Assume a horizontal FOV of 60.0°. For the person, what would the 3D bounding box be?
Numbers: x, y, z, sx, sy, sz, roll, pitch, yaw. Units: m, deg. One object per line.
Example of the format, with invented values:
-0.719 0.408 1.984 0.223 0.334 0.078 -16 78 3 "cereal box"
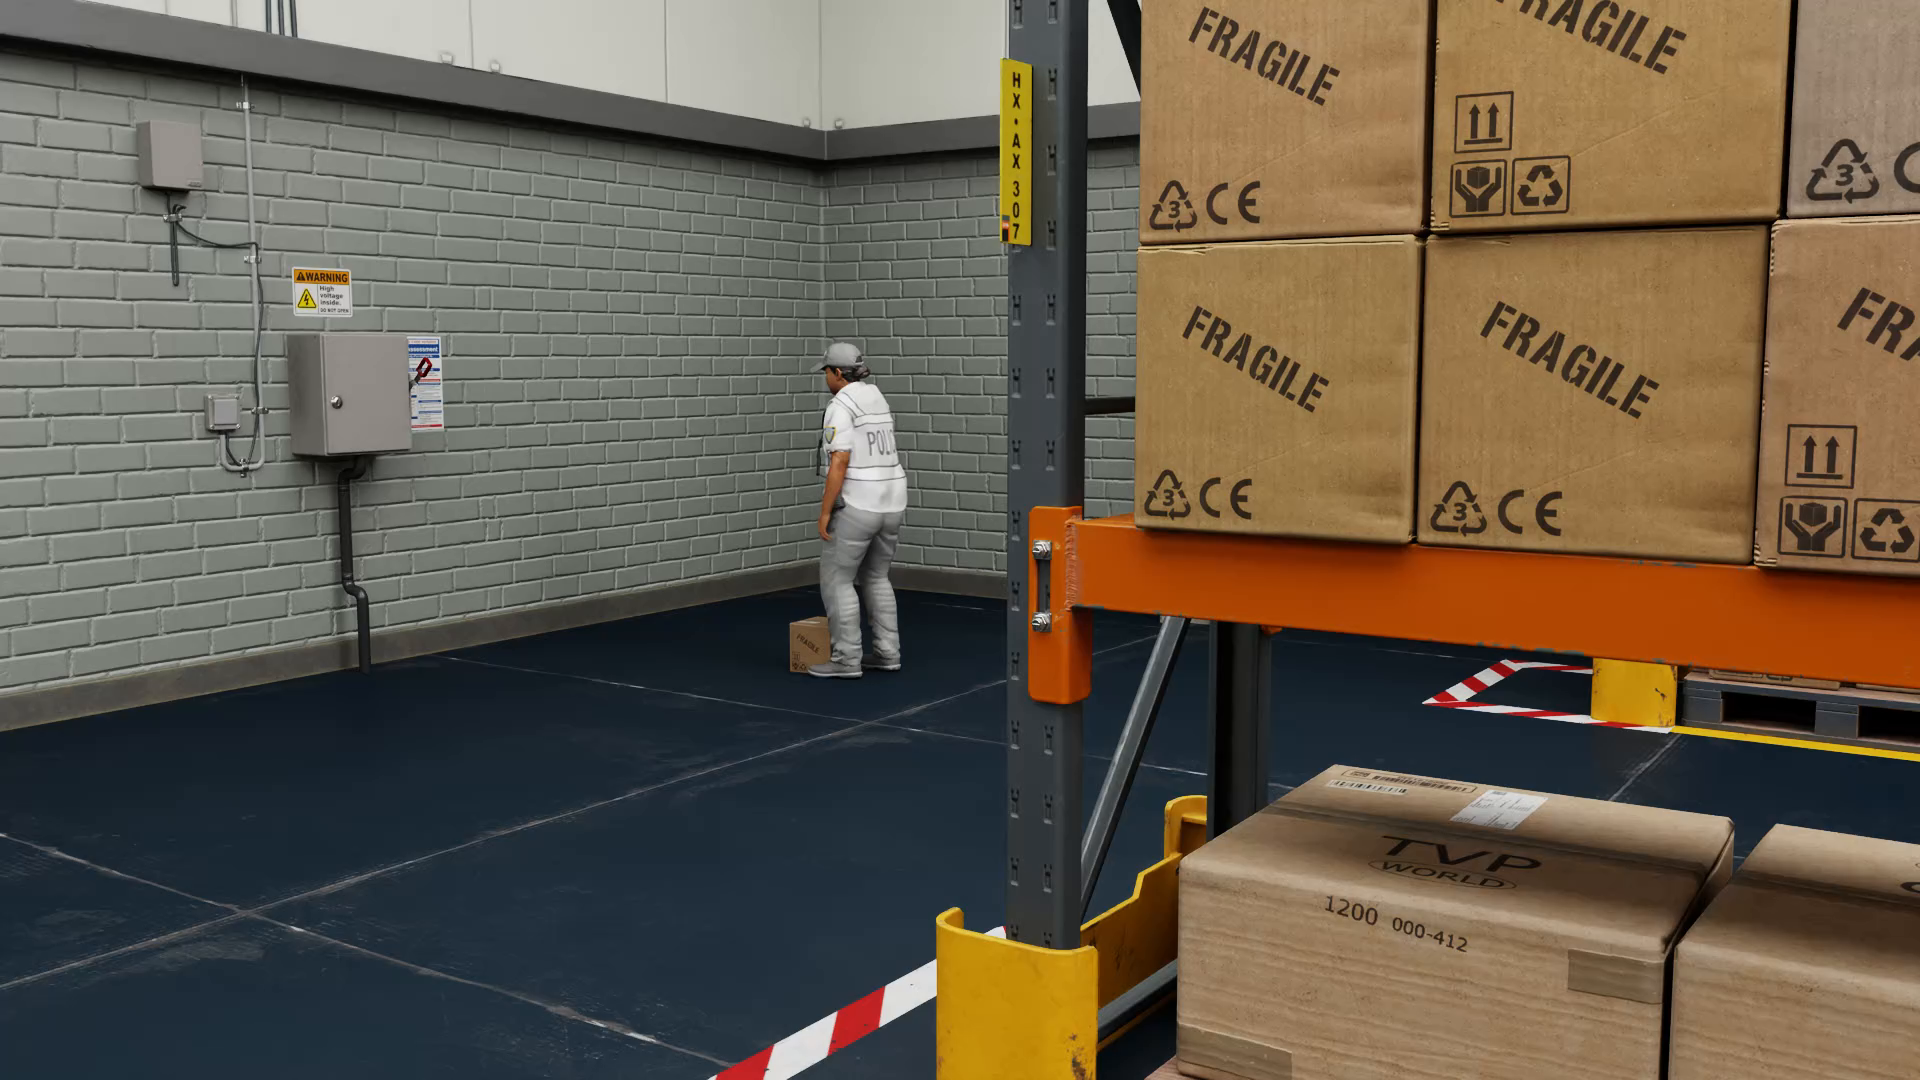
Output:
-0.515 -0.149 8.299 0.463 1.667 0.562 4 7 31 "person"
